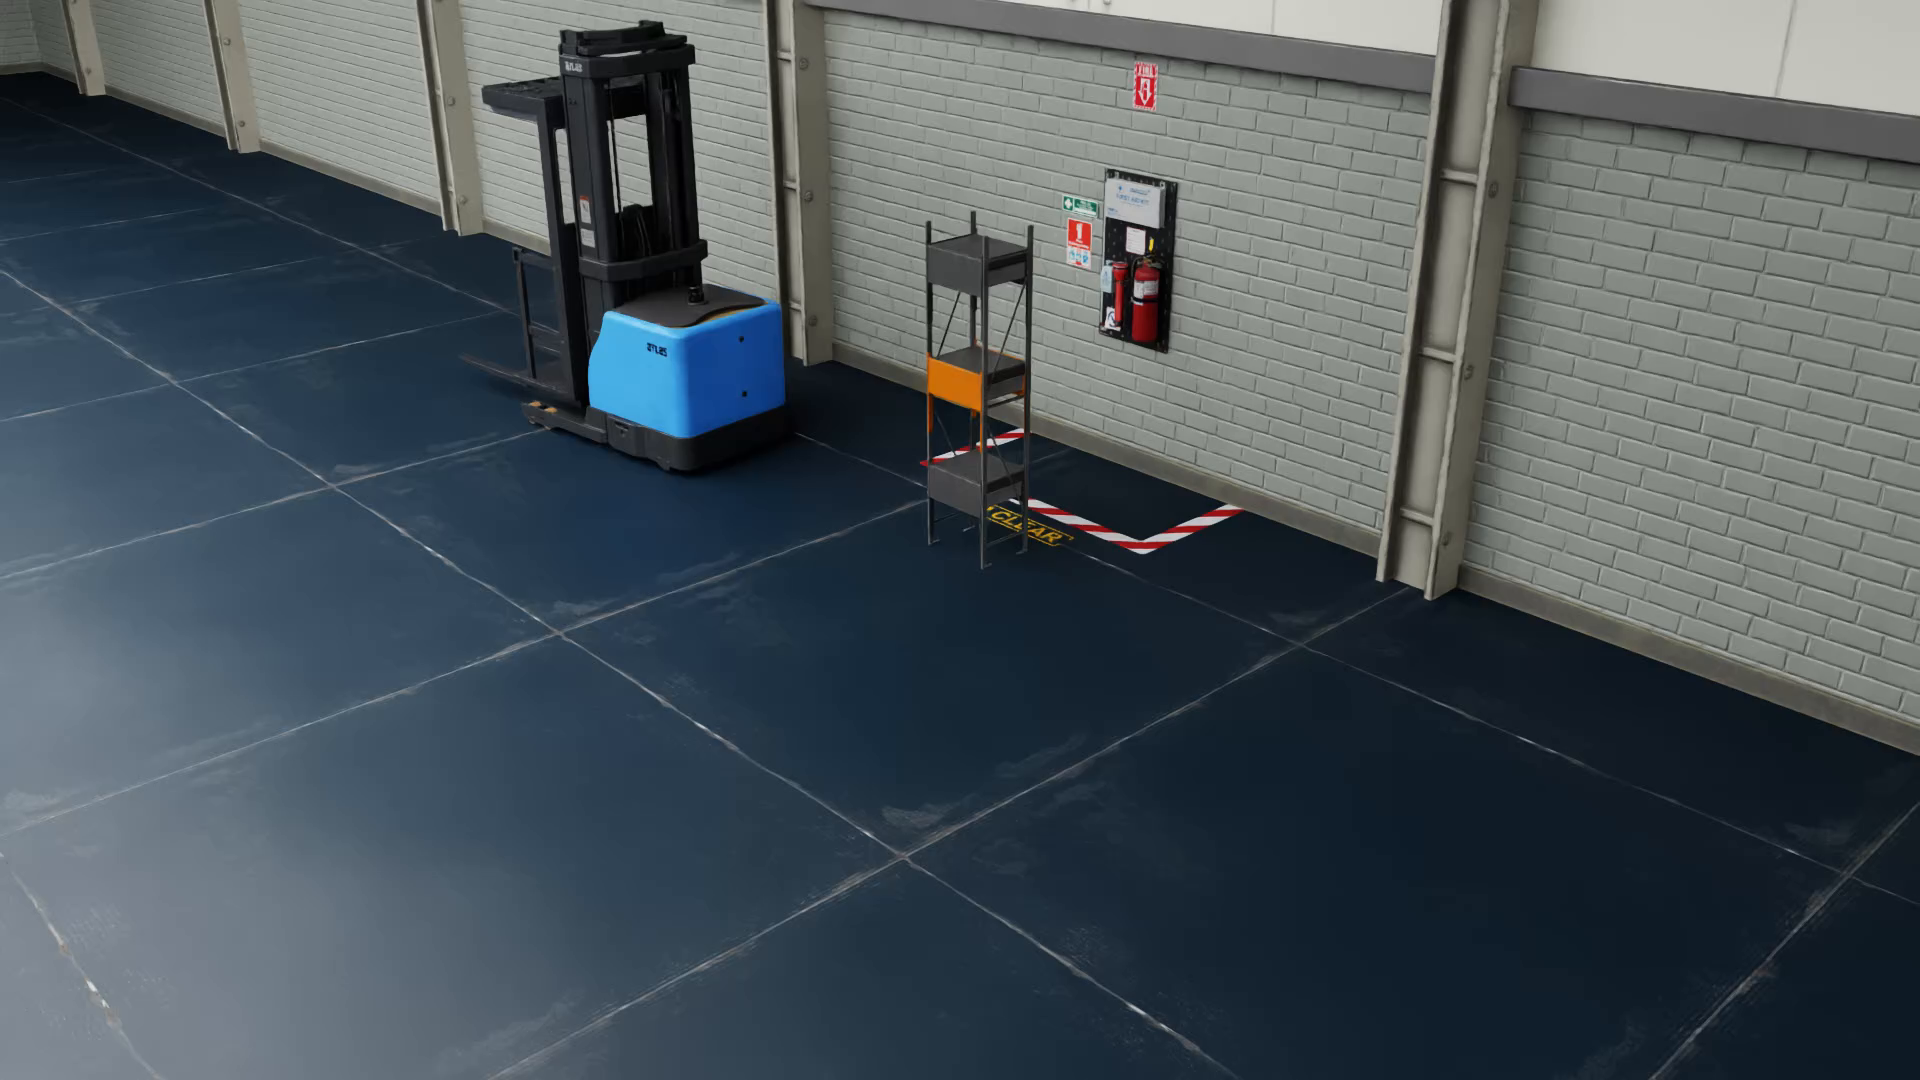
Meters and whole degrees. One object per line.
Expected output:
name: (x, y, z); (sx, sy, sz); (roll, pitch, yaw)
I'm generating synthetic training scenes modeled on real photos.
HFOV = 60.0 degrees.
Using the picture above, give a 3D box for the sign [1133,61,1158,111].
sign: (1.204, -2.950, 10.810); (0.001, 0.298, 0.199); (-21, 32, -38)

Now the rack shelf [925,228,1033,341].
rack shelf: (0.113, -1.530, 9.919); (0.431, 0.518, 0.480); (-21, 32, -38)

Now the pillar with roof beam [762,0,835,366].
pillar with roof beam: (-4.445, -4.431, 9.621); (9.100, 9.000, 0.400); (-21, 32, -38)

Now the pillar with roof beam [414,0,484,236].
pillar with roof beam: (-8.546, -6.249, 13.606); (9.100, 9.000, 0.400); (-21, 32, -38)

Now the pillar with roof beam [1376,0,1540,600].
pillar with roof beam: (-0.344, -2.613, 5.636); (9.100, 9.000, 0.400); (-21, 32, -38)

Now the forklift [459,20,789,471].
forklift: (-2.706, -2.313, 12.289); (3.031, 2.935, 1.130); (20, 31, 37)

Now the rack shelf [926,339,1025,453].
rack shelf: (0.113, -0.893, 10.210); (0.431, 0.518, 0.480); (-21, 32, -38)

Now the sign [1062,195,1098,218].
sign: (0.831, -2.315, 11.529); (0.001, 0.109, 0.331); (-21, 32, -38)

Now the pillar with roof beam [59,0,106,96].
pillar with roof beam: (-16.748, -9.885, 21.575); (9.100, 9.000, 0.400); (-21, 32, -38)

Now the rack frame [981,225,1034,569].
rack frame: (0.280, -0.831, 10.042); (0.400, 2.100, 0.015); (-21, 32, -38)

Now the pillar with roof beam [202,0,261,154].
pillar with roof beam: (-12.647, -8.067, 17.590); (9.100, 9.000, 0.400); (-21, 32, -38)

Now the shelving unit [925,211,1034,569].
shelving unit: (0.113, -0.905, 10.204); (0.431, 2.100, 0.503); (-21, 32, -38)

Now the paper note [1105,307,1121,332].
paper note: (1.066, -1.537, 11.567); (0.016, 0.148, 0.142); (-21, 32, -38)

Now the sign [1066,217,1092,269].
sign: (0.834, -2.078, 11.647); (0.001, 0.329, 0.234); (-21, 32, -38)

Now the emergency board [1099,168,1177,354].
emergency board: (1.137, -1.865, 11.224); (0.194, 1.169, 0.643); (-21, 32, -38)

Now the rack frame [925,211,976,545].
rack frame: (-0.054, -0.979, 10.366); (0.400, 2.100, 0.015); (-21, 32, -38)

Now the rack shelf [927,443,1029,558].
rack shelf: (0.113, -0.256, 10.500); (0.431, 0.518, 0.480); (-21, 32, -38)
